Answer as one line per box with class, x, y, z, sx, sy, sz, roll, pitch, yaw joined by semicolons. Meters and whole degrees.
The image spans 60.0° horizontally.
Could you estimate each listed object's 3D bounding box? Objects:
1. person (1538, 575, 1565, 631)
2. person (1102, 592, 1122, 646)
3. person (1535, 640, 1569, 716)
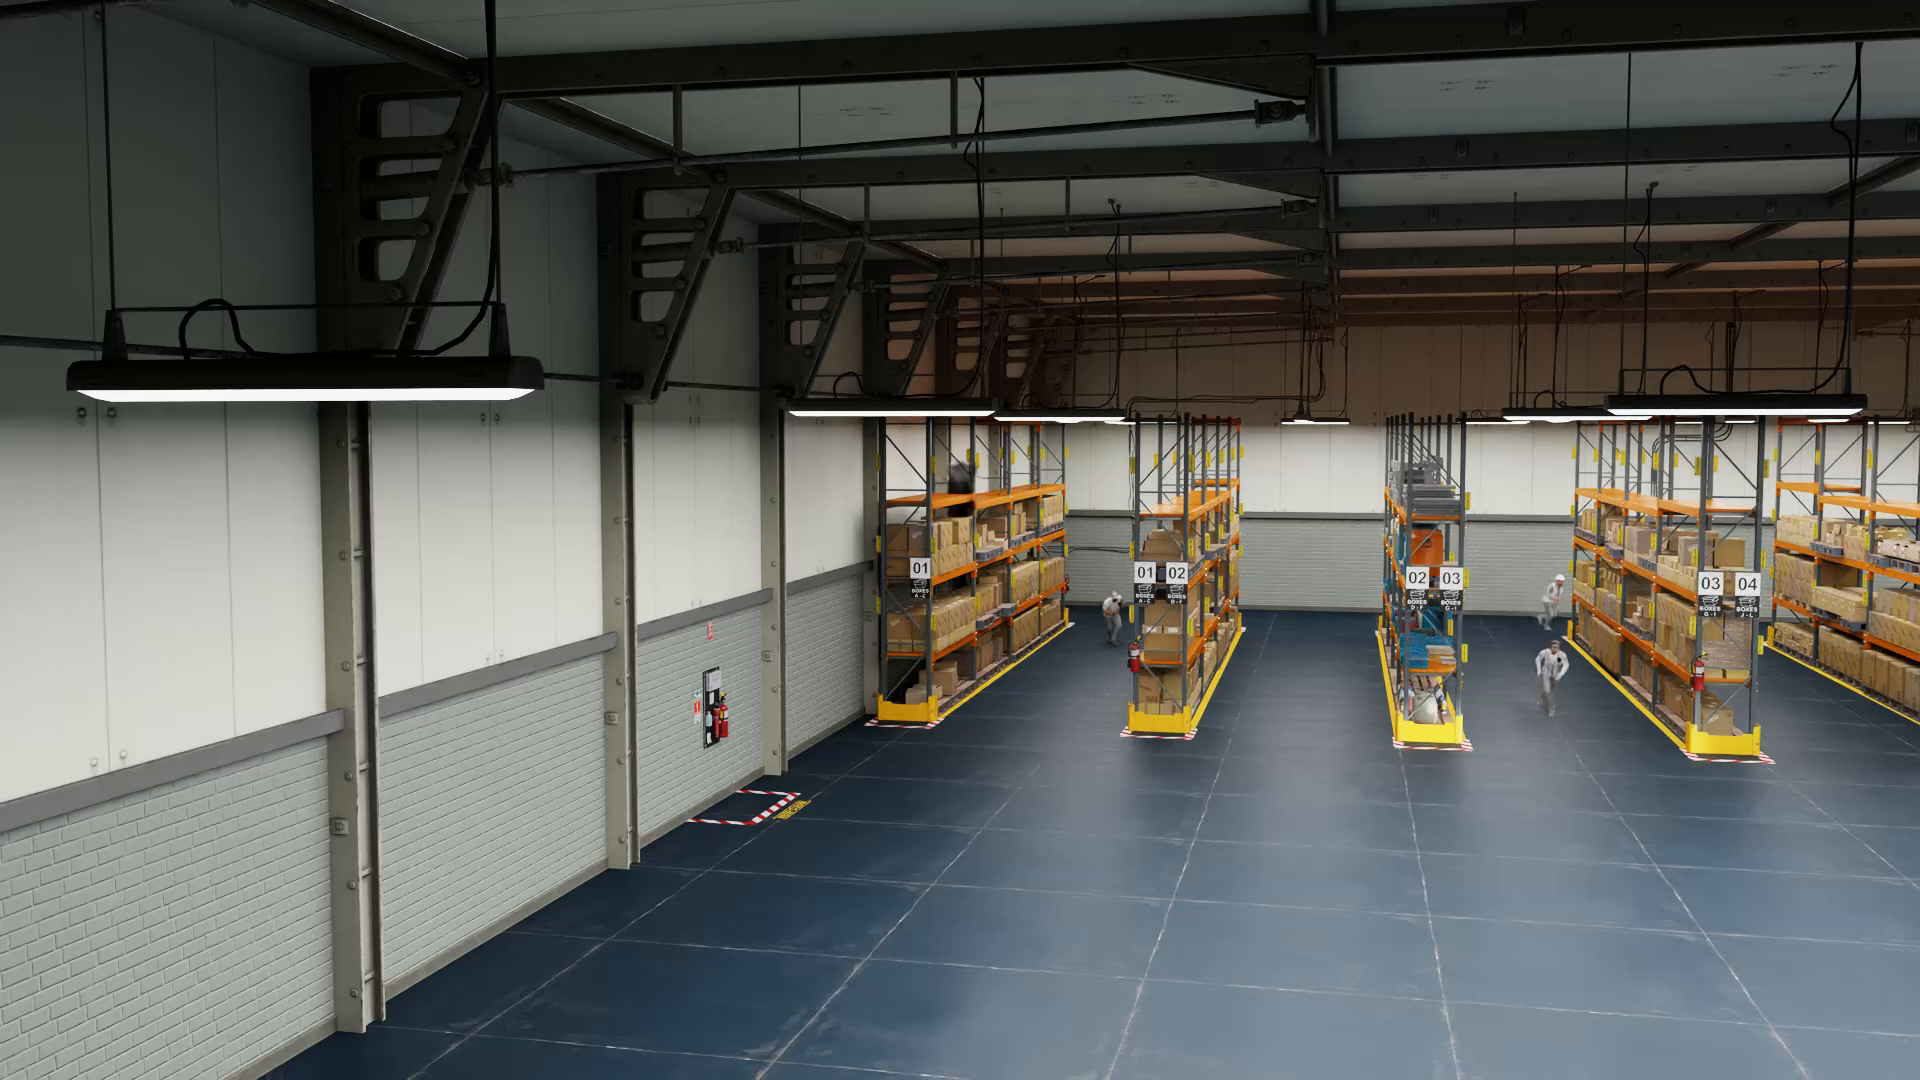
person;16.703;1.754;46.895;0.679;1.602;0.898;-2;5;-31
person;3.993;2.041;43.993;0.601;1.440;1.161;-1;4;-11
person;11.846;2.723;33.368;0.611;1.508;1.038;1;4;8
